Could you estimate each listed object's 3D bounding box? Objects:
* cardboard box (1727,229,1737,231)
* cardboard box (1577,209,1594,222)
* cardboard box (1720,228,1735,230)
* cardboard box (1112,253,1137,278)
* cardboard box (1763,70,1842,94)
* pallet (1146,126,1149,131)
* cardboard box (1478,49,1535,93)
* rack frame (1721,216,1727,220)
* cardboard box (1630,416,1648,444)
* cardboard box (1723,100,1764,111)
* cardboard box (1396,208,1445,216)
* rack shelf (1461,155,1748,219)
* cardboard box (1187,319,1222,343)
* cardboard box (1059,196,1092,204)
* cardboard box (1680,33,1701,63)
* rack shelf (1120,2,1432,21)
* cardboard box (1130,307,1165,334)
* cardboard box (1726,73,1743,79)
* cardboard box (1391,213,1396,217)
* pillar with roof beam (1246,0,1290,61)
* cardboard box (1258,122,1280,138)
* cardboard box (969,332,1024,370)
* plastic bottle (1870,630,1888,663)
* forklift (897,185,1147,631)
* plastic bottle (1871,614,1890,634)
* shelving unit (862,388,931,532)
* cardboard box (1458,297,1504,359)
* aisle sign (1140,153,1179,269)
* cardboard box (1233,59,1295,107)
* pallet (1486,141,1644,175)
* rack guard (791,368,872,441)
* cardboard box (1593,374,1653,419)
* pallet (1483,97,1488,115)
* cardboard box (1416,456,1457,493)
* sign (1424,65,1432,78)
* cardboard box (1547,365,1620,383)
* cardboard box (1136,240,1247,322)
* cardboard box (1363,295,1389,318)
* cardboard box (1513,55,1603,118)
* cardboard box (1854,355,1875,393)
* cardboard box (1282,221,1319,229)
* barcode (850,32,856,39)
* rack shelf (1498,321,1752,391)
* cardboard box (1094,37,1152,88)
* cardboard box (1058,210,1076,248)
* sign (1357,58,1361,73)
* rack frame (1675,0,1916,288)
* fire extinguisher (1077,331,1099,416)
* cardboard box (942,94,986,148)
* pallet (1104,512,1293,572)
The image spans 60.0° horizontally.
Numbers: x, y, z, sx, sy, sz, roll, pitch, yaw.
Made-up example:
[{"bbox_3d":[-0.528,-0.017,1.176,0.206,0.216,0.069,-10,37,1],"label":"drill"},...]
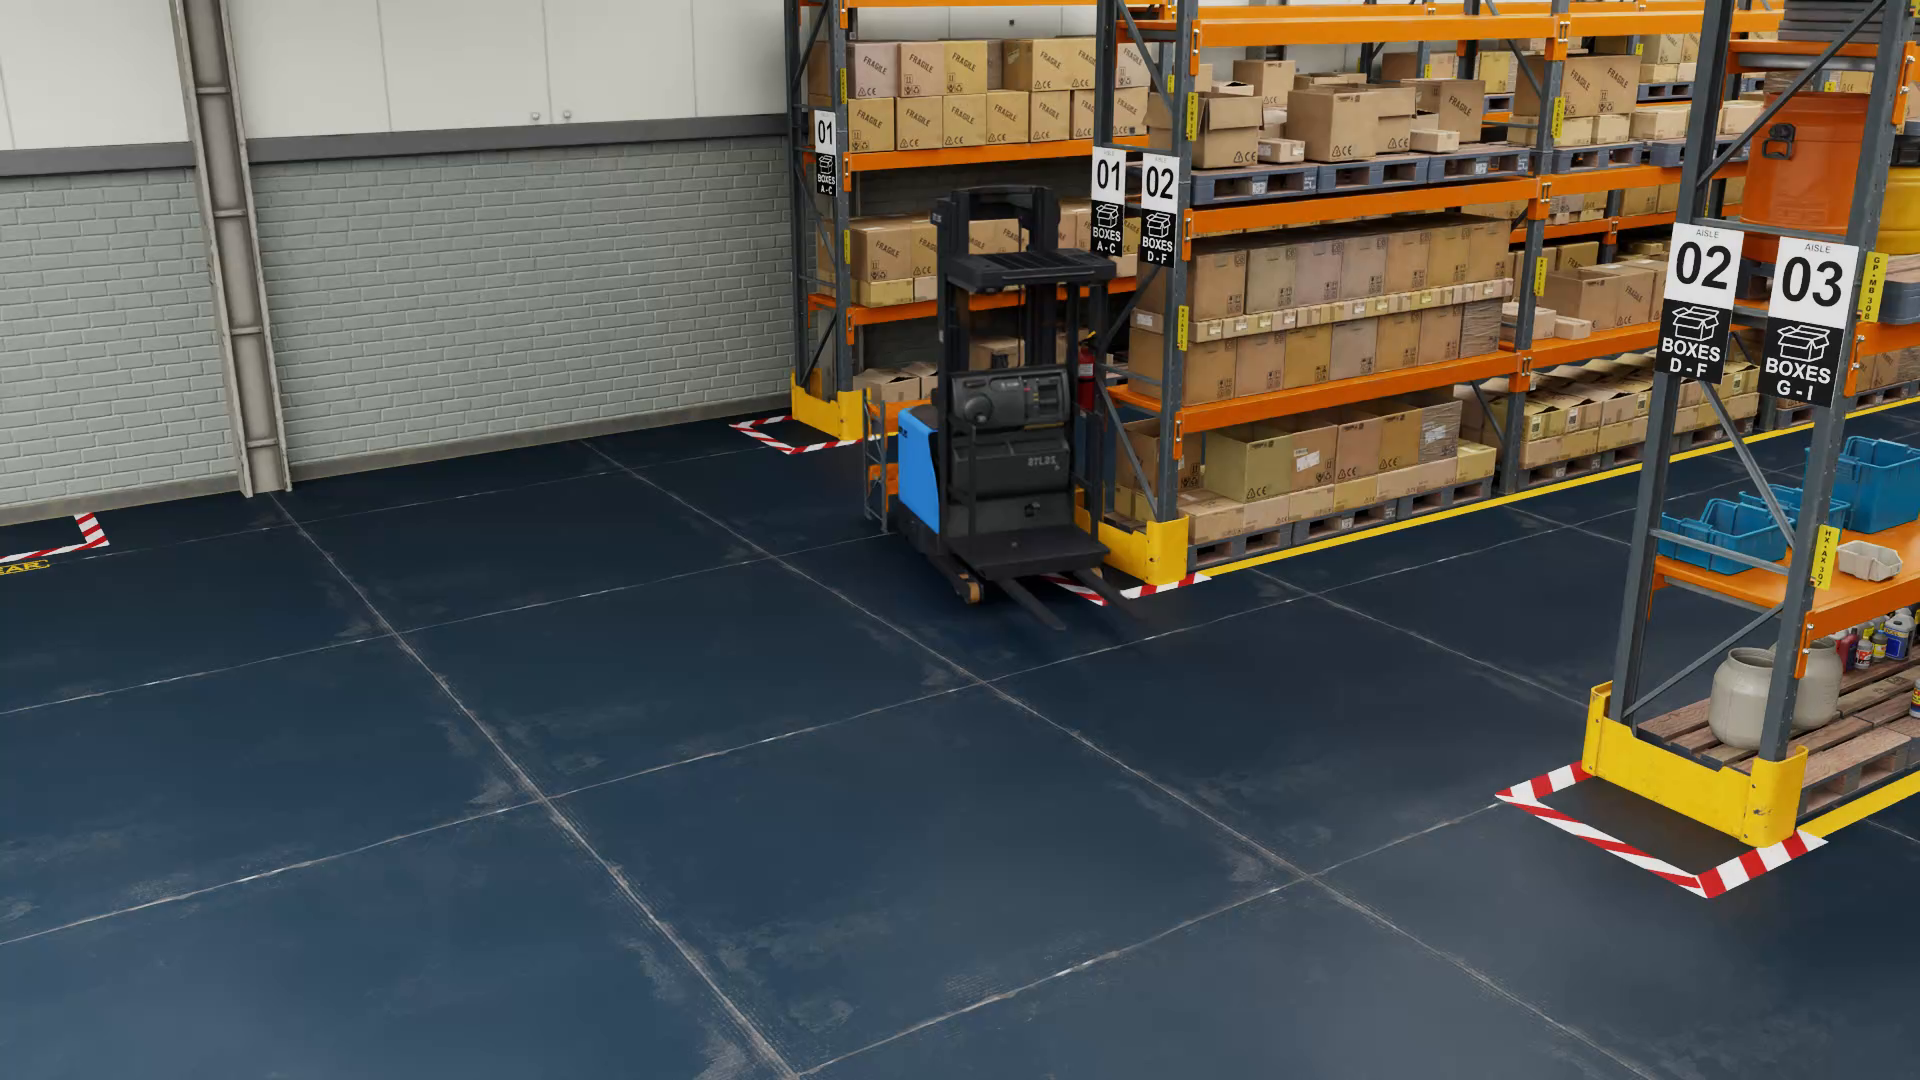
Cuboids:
[{"bbox_3d":[11.430,-4.498,24.600,0.250,0.149,0.380,-12,22,-32],"label":"cardboard box"},{"bbox_3d":[8.302,-4.397,22.428,0.250,0.149,0.380,-11,22,-30],"label":"cardboard box"},{"bbox_3d":[11.432,-4.645,25.034,0.250,0.149,0.380,-12,22,-31],"label":"cardboard box"},{"bbox_3d":[1.716,-3.057,18.308,0.500,0.250,0.500,-12,22,-31],"label":"cardboard box"},{"bbox_3d":[8.381,-4.681,16.506,0.500,0.500,0.500,-12,22,-31],"label":"cardboard box"},{"bbox_3d":[2.519,-4.696,18.561,1.003,0.211,1.213,-12,22,-31],"label":"pallet"},{"bbox_3d":[6.948,-6.057,21.452,0.500,0.500,0.700,-12,22,-31],"label":"cardboard box"},{"bbox_3d":[11.967,-5.397,25.026,0.127,3.000,1.000,-12,22,-31],"label":"rack frame"},{"bbox_3d":[6.429,-1.131,16.045,0.500,0.250,0.500,-11,22,-30],"label":"cardboard box"},{"bbox_3d":[7.665,-4.118,16.136,0.500,0.250,0.500,-14,23,-35],"label":"cardboard box"},{"bbox_3d":[5.832,-4.203,20.841,0.500,0.500,0.500,-11,22,-30],"label":"cardboard box"},{"bbox_3d":[6.343,-3.392,15.533,4.000,0.370,1.077,-12,22,-31],"label":"rack shelf"},{"bbox_3d":[1.778,-1.621,12.686,0.250,0.149,0.380,-12,22,-32],"label":"cardboard box"},{"bbox_3d":[1.437,-3.550,18.595,0.500,0.500,0.500,-13,22,-33],"label":"cardboard box"},{"bbox_3d":[9.802,-6.787,22.704,0.500,0.500,0.500,-12,22,-33],"label":"cardboard box"},{"bbox_3d":[3.615,-5.947,19.034,4.000,0.370,1.077,-12,22,-31],"label":"rack shelf"},{"bbox_3d":[1.546,-1.728,13.002,0.250,0.149,0.380,-12,22,-32],"label":"cardboard box"},{"bbox_3d":[10.635,-6.608,23.347,0.500,0.250,0.500,-13,22,-33],"label":"cardboard box"},{"bbox_3d":[5.535,-4.340,21.245,0.500,0.500,0.500,-12,22,-31],"label":"cardboard box"},{"bbox_3d":[6.092,-5.681,16.498,0.400,9.000,9.100,-12,22,-31],"label":"pillar with roof beam"},{"bbox_3d":[2.148,-3.143,13.035,0.500,0.250,0.500,-12,22,-31],"label":"cardboard box"},{"bbox_3d":[0.348,-1.917,17.948,0.500,0.500,0.700,-14,23,-35],"label":"cardboard box"},{"bbox_3d":[5.926,0.680,10.731,0.097,0.201,0.097,0,19,0],"label":"plastic bottle"},{"bbox_3d":[0.459,-1.061,12.307,1.130,2.935,3.031,-7,20,-19],"label":"forklift"},{"bbox_3d":[5.978,0.552,10.877,0.185,0.351,0.144,-12,22,-32],"label":"plastic bottle"},{"bbox_3d":[-0.249,-0.738,14.172,1.048,1.125,0.538,-7,20,-21],"label":"shelving unit"},{"bbox_3d":[4.305,-1.927,14.604,0.500,0.500,0.700,-13,22,-33],"label":"cardboard box"},{"bbox_3d":[1.445,-2.393,12.079,0.004,0.787,0.394,-12,22,-31],"label":"aisle sign"},{"bbox_3d":[3.475,-5.243,19.074,0.500,0.500,0.500,-13,23,-33],"label":"cardboard box"},{"bbox_3d":[5.402,-3.448,14.876,1.217,0.209,0.805,-13,23,-34],"label":"pallet"},{"bbox_3d":[-1.333,-1.408,17.129,0.348,0.500,1.175,-12,22,-31],"label":"rack guard"},{"bbox_3d":[6.438,-1.398,15.960,0.500,0.311,0.500,-11,22,-30],"label":"cardboard box"},{"bbox_3d":[5.794,-5.447,20.785,1.003,0.211,1.213,-11,21,-29],"label":"pallet"},{"bbox_3d":[3.982,-0.630,14.562,0.500,0.250,0.500,-12,22,-31],"label":"cardboard box"},{"bbox_3d":[5.582,-5.508,19.864,0.005,0.325,0.100,-12,22,-31],"label":"sign"},{"bbox_3d":[6.124,-1.537,16.370,0.500,0.311,0.500,-12,22,-32],"label":"cardboard box"},{"bbox_3d":[1.773,-2.005,12.809,0.500,0.500,0.700,-12,22,-31],"label":"cardboard box"},{"bbox_3d":[3.281,-1.938,13.624,0.250,0.149,0.380,-11,22,-30],"label":"cardboard box"},{"bbox_3d":[5.209,-3.961,14.503,0.500,0.500,0.500,-12,22,-31],"label":"cardboard box"},{"bbox_3d":[9.406,-1.872,17.816,0.500,0.500,0.500,-12,22,-32],"label":"cardboard box"},{"bbox_3d":[3.870,-3.933,19.852,0.500,0.500,0.700,-12,22,-31],"label":"cardboard box"},{"bbox_3d":[-1.078,-5.064,16.702,0.075,0.075,0.001,-12,22,-31],"label":"barcode"},{"bbox_3d":[6.343,-1.971,16.013,4.000,0.370,1.077,-12,22,-31],"label":"rack shelf"},{"bbox_3d":[1.675,-5.074,17.638,0.500,0.500,0.500,-14,23,-36],"label":"cardboard box"},{"bbox_3d":[0.880,-3.236,17.665,0.500,0.500,0.500,-13,22,-33],"label":"cardboard box"},{"bbox_3d":[4.987,-5.841,20.725,0.005,0.325,0.100,-12,22,-31],"label":"sign"},{"bbox_3d":[4.053,-2.771,7.890,0.127,3.000,1.000,-12,22,-31],"label":"rack frame"},{"bbox_3d":[0.977,-1.321,13.090,0.183,0.674,0.296,-12,22,-31],"label":"fire extinguisher"},{"bbox_3d":[-0.080,-4.226,16.692,0.500,0.500,0.500,-11,21,-29],"label":"cardboard box"},{"bbox_3d":[1.947,-0.080,13.650,1.213,0.211,1.003,-12,22,-31],"label":"pallet"}]
